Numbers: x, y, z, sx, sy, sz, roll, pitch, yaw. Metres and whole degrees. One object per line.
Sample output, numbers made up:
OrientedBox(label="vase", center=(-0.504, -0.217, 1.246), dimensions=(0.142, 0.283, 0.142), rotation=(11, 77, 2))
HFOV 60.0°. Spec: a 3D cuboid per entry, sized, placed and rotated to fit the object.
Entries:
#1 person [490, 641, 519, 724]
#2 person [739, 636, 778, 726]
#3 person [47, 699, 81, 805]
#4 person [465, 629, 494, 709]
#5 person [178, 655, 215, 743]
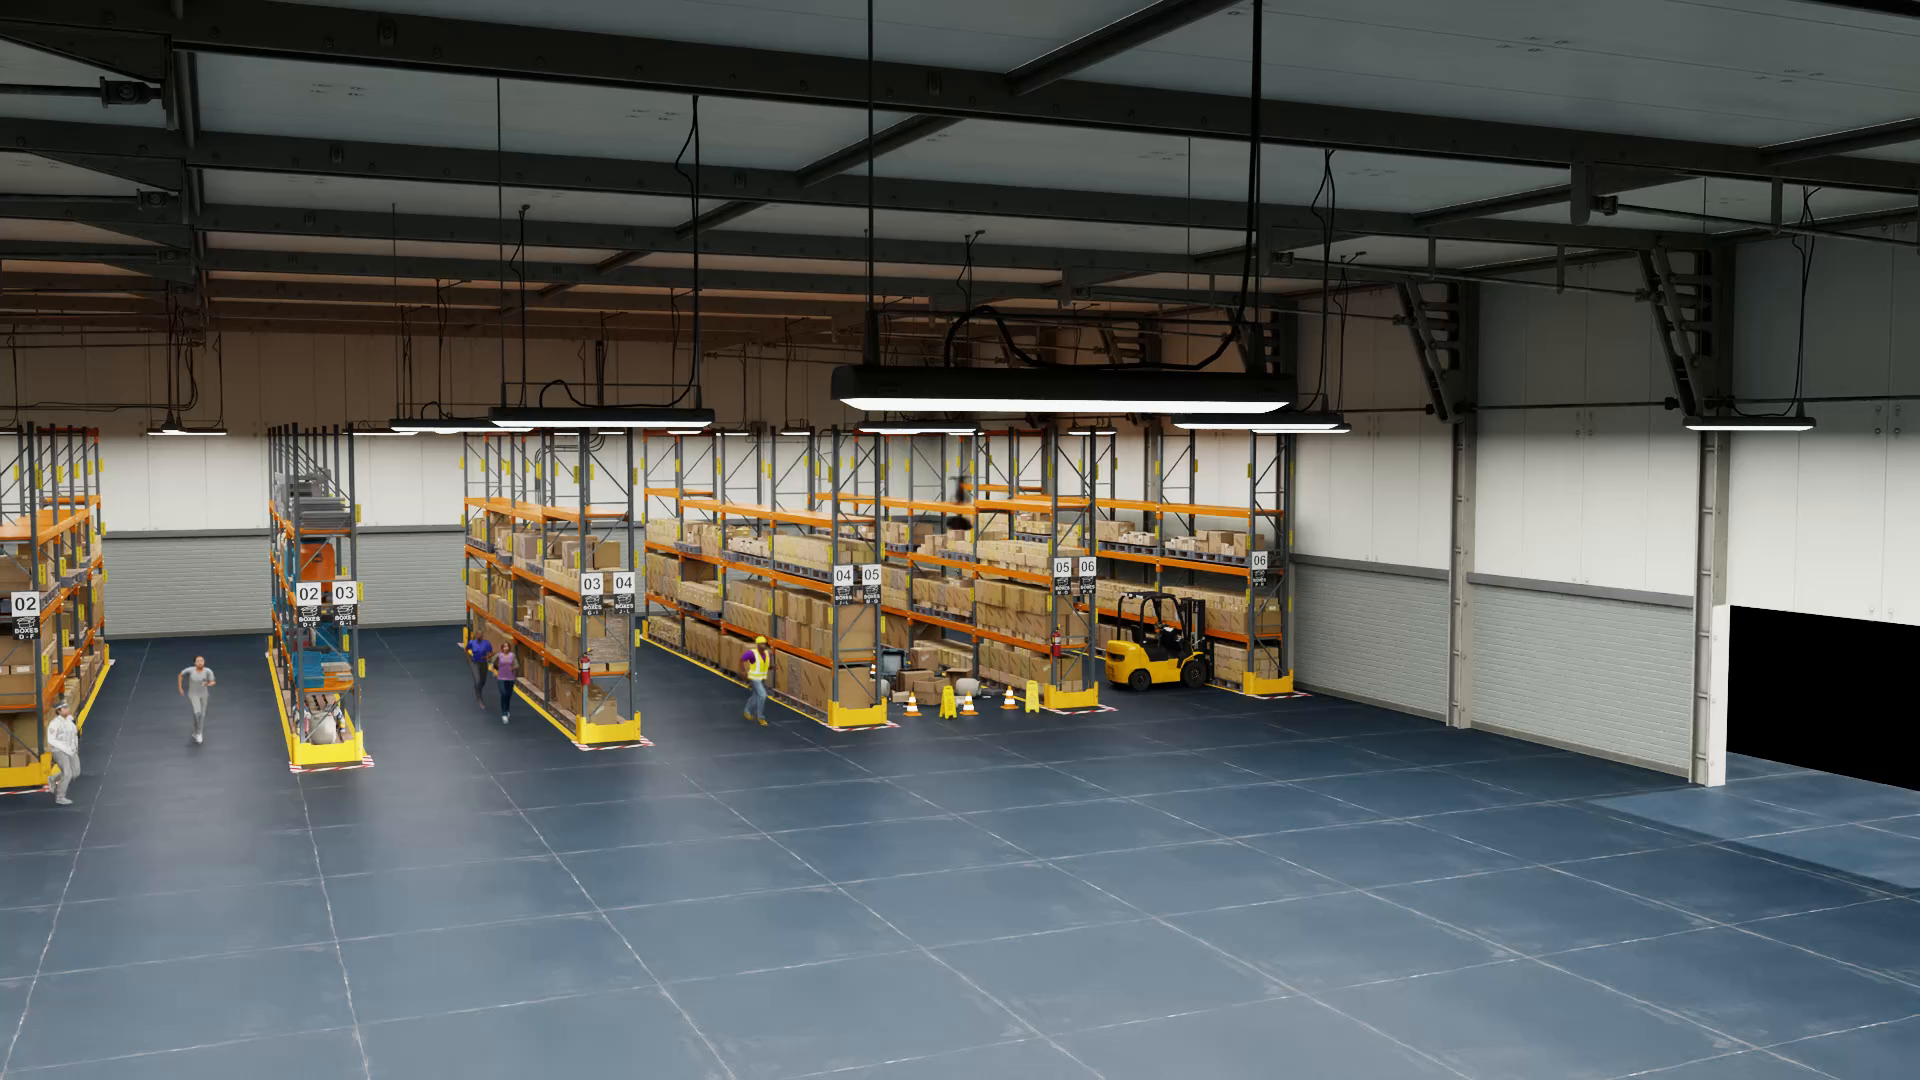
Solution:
OrientedBox(label="person", center=(-9.198, 2.856, 33.649), dimensions=(0.514, 1.638, 0.749), rotation=(-2, 4, -29))
OrientedBox(label="person", center=(-4.051, 2.825, 33.347), dimensions=(0.896, 1.815, 0.620), rotation=(2, 4, 33))
OrientedBox(label="person", center=(-14.059, 3.305, 26.066), dimensions=(0.613, 1.660, 0.647), rotation=(1, 4, 13))
OrientedBox(label="person", center=(-10.282, 2.741, 35.617), dimensions=(0.542, 1.694, 1.054), rotation=(-2, 4, -30))
OrientedBox(label="person", center=(-14.352, 2.976, 31.299), dimensions=(0.590, 1.656, 0.801), rotation=(-2, 4, -35))
